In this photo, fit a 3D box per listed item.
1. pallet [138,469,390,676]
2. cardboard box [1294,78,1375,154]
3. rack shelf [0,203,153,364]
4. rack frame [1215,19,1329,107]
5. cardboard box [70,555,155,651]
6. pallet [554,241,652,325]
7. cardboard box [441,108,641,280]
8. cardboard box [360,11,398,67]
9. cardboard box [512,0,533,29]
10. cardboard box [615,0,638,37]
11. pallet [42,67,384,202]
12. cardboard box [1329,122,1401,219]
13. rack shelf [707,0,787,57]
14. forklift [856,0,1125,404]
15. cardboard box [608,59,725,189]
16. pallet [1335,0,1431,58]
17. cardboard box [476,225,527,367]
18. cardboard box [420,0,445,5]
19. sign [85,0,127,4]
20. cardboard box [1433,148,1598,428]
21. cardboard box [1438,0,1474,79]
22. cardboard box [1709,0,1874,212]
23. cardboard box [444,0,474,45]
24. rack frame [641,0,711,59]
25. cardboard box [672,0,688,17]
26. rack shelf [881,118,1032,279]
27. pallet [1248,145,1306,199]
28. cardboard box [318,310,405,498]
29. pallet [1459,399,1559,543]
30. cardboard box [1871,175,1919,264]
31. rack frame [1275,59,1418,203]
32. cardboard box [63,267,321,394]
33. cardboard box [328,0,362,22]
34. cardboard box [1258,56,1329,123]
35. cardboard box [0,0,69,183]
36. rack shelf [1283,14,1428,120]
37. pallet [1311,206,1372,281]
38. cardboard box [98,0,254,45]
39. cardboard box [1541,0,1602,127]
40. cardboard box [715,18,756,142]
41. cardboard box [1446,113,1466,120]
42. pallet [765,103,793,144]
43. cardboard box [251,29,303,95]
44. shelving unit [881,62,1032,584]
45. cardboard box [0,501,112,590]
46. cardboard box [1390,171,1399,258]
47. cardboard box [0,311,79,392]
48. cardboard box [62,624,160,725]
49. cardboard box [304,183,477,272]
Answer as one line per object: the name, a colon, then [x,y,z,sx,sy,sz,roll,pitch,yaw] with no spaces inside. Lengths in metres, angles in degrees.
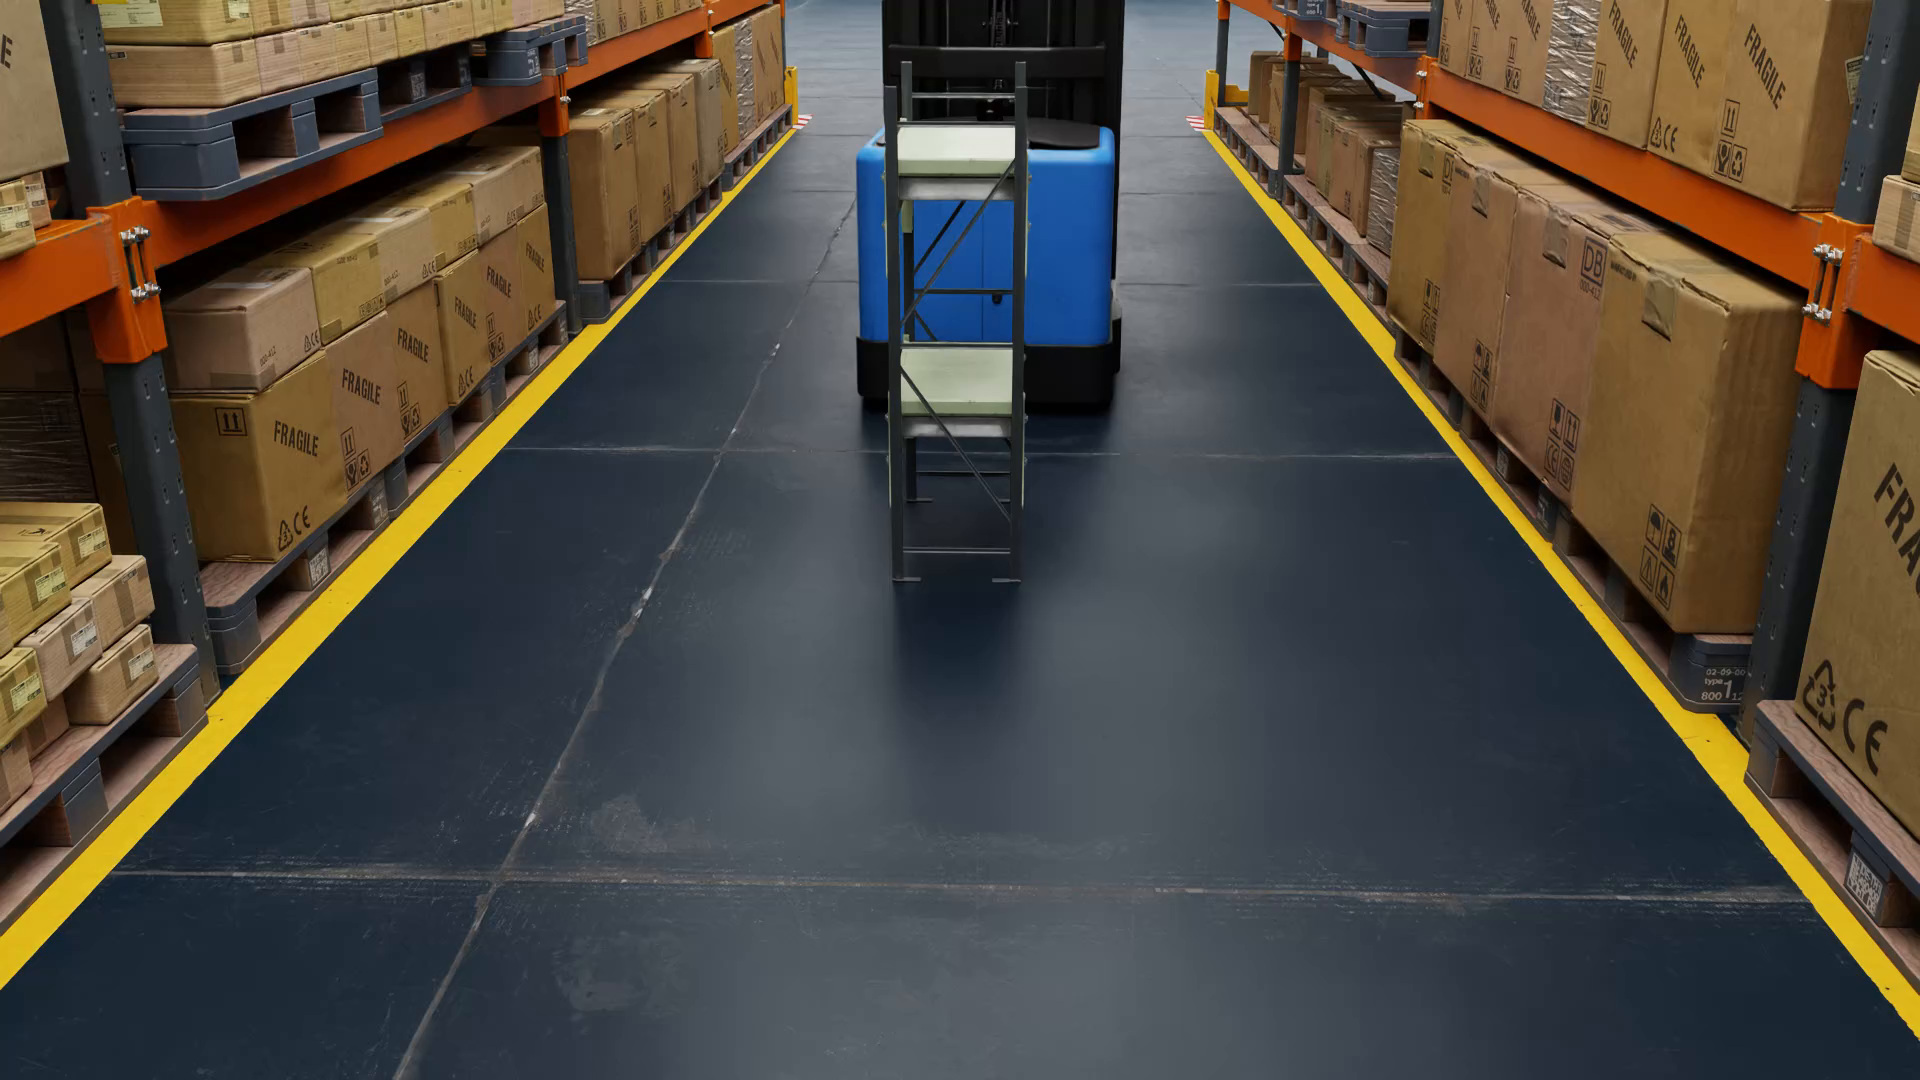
pallet: [-2.457,0.053,5.101,1.003,0.211,1.213,1,21,2]
cardboard box: [2.781,-3.149,12.373,0.500,0.500,0.500,8,22,19]
rack shelf: [-2.540,0.093,2.138,1.077,0.370,4.000,1,21,2]
rack frame: [2.841,-5.213,14.819,1.000,3.000,0.127,1,21,2]
cardboard box: [-2.171,0.146,3.955,0.380,0.149,0.250,1,21,3]
pallet: [-2.258,-1.396,8.836,1.003,0.211,1.213,1,21,2]
cardboard box: [-2.249,-1.778,8.495,1.050,0.750,0.750,0,21,1]
cardboard box: [-1.977,-1.555,5.157,0.380,0.149,0.250,0,21,-1]
cardboard box: [-1.929,-2.125,6.624,0.380,0.149,0.250,1,21,3]
cardboard box: [-2.045,-2.984,8.935,0.500,0.500,0.500,1,21,2]
pallet: [-2.310,-1.151,4.614,1.003,0.211,1.213,1,21,2]
cardboard box: [2.629,-2.211,9.927,0.700,0.500,0.500,-1,21,-3]
rack shelf: [-2.175,-4.246,13.320,1.077,0.370,4.000,1,21,2]
forklift: [0.213,-2.412,7.692,1.130,2.935,3.031,2,21,4]
cardboard box: [-2.164,-2.780,11.076,1.050,0.750,0.750,1,21,1]
pallet: [2.513,-2.490,8.066,1.213,0.211,1.003,1,21,2]
cardboard box: [-2.135,-1.014,6.871,0.500,0.500,0.500,1,21,4]
cardboard box: [-1.962,-1.886,5.598,0.380,0.149,0.250,0,21,1]
sign: [-1.936,-1.366,3.706,0.100,0.325,0.005,1,21,2]
cardboard box: [2.521,-0.955,6.199,1.225,0.875,0.875,1,21,2]
cardboard box: [2.311,-2.195,6.901,0.500,0.500,0.500,1,21,3]
cardboard box: [2.217,-1.093,4.062,0.500,0.500,0.500,1,21,2]
cardboard box: [-1.957,-1.844,5.900,0.380,0.149,0.250,1,21,3]
rack frame: [-2.235,-3.858,11.326,1.000,3.000,0.127,1,21,2]
cardboard box: [-2.000,-3.531,10.343,0.500,0.500,0.500,0,21,1]
rack shelf: [0.000,-1.065,5.123,0.431,0.370,0.720,1,21,2]
pallet: [2.704,-2.710,12.223,1.003,0.211,1.213,1,21,2]
cardboard box: [-2.177,-0.452,5.422,0.500,0.500,0.500,2,21,4]
pallet: [2.458,-0.297,6.002,1.003,0.211,1.213,1,21,2]
cardboard box: [2.134,-0.654,3.416,0.380,0.149,0.250,1,21,2]
rack frame: [2.719,-3.767,11.091,1.000,3.000,0.127,1,21,2]
cardboard box: [-2.192,-0.610,4.793,0.500,0.250,0.500,0,21,-1]
cardboard box: [-1.986,-1.602,4.865,0.380,0.149,0.250,0,21,-1]
cardboard box: [2.821,-3.802,14.055,0.500,0.500,0.500,6,22,16]
cardboard box: [-2.211,-0.973,3.341,0.500,0.500,0.500,1,21,2]
rack shelf: [2.658,-2.709,9.358,1.077,0.370,4.000,1,21,2]
pallet: [2.663,-1.743,9.730,1.003,0.211,1.213,1,21,2]
cardboard box: [-2.007,-1.320,4.141,0.380,0.149,0.250,1,21,2]
cardboard box: [2.268,-1.642,5.477,0.500,0.500,0.500,1,21,2]
cardboard box: [-2.123,-3.616,13.059,0.875,0.875,0.875,1,21,2]
cardboard box: [2.588,-1.953,8.226,0.500,0.250,0.500,1,21,4]
pallet: [-2.060,-3.715,14.811,1.003,0.211,1.213,1,21,2]
cardboard box: [-2.004,-1.282,4.453,0.380,0.149,0.250,1,21,2]
shelving unit: [0.000,-0.702,5.264,0.431,1.500,0.755,1,21,2]
cardboard box: [-2.229,0.022,3.864,0.380,0.149,0.250,1,21,3]
cardboard box: [2.598,-1.603,8.361,0.700,0.500,0.500,0,21,-1]
cardboard box: [-2.709,-0.618,4.813,0.500,0.250,0.500,0,21,0]
cardboard box: [-2.150,0.313,3.936,0.380,0.149,0.250,1,21,2]
cardboard box: [-2.152,-1.176,6.250,0.500,0.250,0.500,1,21,3]
